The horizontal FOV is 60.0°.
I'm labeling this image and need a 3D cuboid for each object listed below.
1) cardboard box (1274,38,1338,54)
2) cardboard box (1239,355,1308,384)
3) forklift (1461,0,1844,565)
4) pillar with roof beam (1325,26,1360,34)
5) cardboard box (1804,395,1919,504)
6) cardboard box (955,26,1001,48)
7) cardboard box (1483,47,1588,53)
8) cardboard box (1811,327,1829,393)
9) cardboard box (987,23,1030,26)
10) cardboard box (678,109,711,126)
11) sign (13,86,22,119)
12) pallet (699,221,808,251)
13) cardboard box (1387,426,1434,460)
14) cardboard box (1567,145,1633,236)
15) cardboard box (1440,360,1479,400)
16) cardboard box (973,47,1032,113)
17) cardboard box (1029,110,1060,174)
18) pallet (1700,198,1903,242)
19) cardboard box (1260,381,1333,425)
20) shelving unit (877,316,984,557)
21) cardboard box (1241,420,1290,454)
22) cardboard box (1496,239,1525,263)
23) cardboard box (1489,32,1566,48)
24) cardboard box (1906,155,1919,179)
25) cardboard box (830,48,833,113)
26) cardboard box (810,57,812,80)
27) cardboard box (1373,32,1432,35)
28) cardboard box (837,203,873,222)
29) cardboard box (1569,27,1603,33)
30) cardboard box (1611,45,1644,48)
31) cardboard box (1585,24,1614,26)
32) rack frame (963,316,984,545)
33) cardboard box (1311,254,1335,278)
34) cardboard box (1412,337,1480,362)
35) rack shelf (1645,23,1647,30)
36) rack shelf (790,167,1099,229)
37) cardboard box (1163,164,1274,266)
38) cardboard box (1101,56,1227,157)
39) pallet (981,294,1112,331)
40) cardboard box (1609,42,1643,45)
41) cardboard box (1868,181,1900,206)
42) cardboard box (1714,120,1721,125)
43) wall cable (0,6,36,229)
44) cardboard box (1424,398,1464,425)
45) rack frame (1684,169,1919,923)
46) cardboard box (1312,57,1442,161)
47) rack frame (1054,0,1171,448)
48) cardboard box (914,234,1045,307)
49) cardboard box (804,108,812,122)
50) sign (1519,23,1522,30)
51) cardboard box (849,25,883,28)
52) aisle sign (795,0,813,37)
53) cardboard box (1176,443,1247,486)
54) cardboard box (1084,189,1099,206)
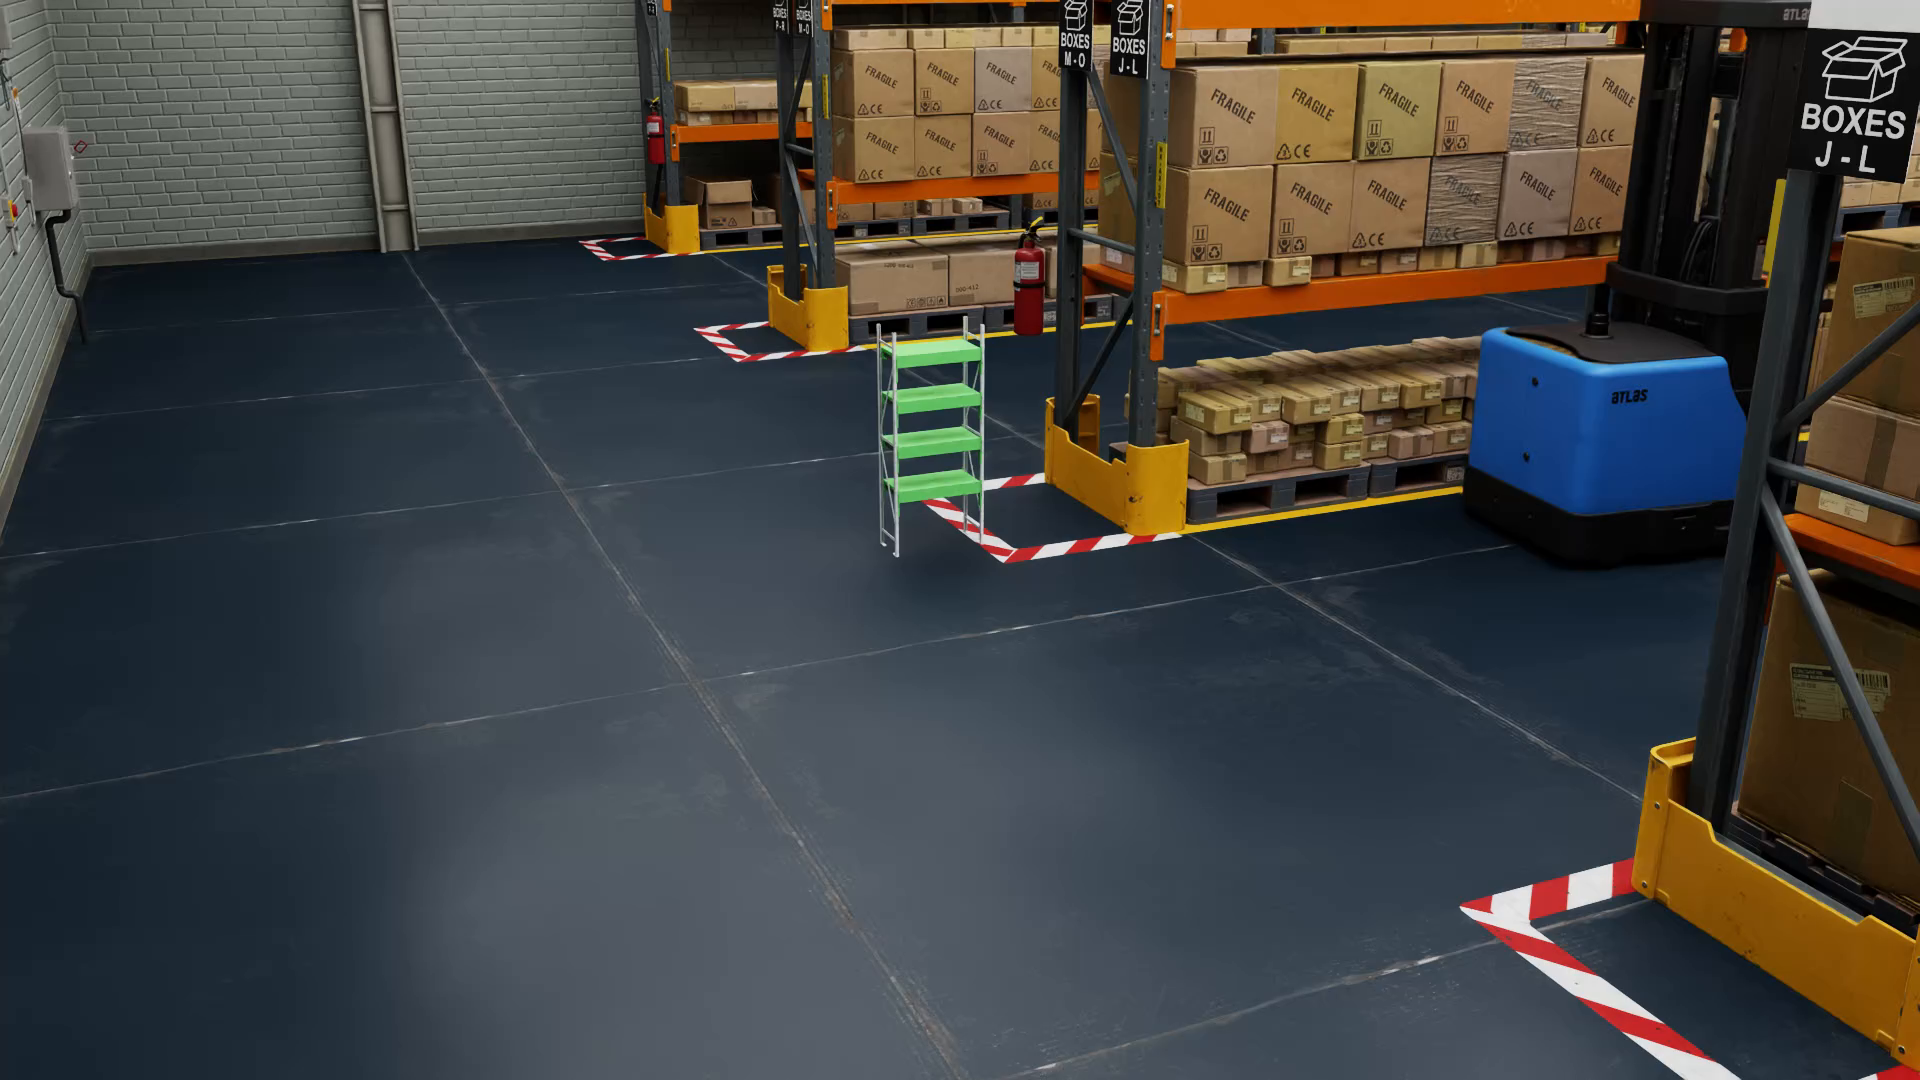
[{"bbox_3d":[2.946,-4.130,14.578,0.500,0.500,0.500,-8,21,-21],"label":"cardboard box"},{"bbox_3d":[1.899,-1.002,10.117,0.250,0.149,0.380,-9,21,-24],"label":"cardboard box"},{"bbox_3d":[4.400,-1.523,8.935,3.031,2.935,1.130,-6,20,-17],"label":"forklift"},{"bbox_3d":[6.677,-7.643,17.180,0.400,9.000,9.100,-8,21,-22],"label":"pillar with roof beam"},{"bbox_3d":[3.021,-0.307,5.155,0.500,0.250,0.500,-9,21,-23],"label":"cardboard box"},{"bbox_3d":[0.143,-4.048,13.369,0.250,0.149,0.380,-8,21,-21],"label":"cardboard box"},{"bbox_3d":[3.501,-2.746,10.200,0.500,0.500,0.500,-9,21,-24],"label":"cardboard box"},{"bbox_3d":[5.751,-1.250,11.187,0.500,0.500,0.500,-7,21,-19],"label":"cardboard box"},{"bbox_3d":[0.404,-4.261,13.974,0.250,0.149,0.380,-7,21,-20],"label":"cardboard box"},{"bbox_3d":[-2.803,-4.469,17.576,0.250,0.149,0.380,-8,21,-22],"label":"cardboard box"},{"bbox_3d":[-7.279,-3.371,12.836,0.001,0.242,0.339,-8,21,-22],"label":"sign"},{"bbox_3d":[-2.412,-3.427,18.439,1.213,0.211,1.003,-8,21,-22],"label":"pallet"},{"bbox_3d":[2.588,-0.606,9.887,0.250,0.149,0.380,-9,21,-25],"label":"cardboard box"},{"bbox_3d":[3.673,-2.114,9.912,0.500,0.500,0.500,-9,21,-23],"label":"cardboard box"},{"bbox_3d":[3.090,-0.958,9.992,0.250,0.149,0.380,-9,21,-24],"label":"cardboard box"},{"bbox_3d":[0.250,-3.750,13.499,0.500,0.500,0.500,-8,21,-22],"label":"cardboard box"},{"bbox_3d":[0.691,-3.345,13.854,0.500,0.500,0.500,-7,21,-20],"label":"cardboard box"},{"bbox_3d":[5.241,-2.110,10.788,1.213,0.211,1.003,-8,21,-22],"label":"pallet"},{"bbox_3d":[1.912,-0.785,9.498,0.250,0.149,0.380,-8,21,-22],"label":"cardboard box"},{"bbox_3d":[-0.152,-0.544,8.761,0.503,1.200,0.258,-8,21,-22],"label":"shelving unit"},{"bbox_3d":[1.666,-0.621,9.483,0.250,0.149,0.380,-8,21,-22],"label":"cardboard box"},{"bbox_3d":[3.111,-1.745,9.838,0.250,0.149,0.380,-8,21,-23],"label":"cardboard box"},{"bbox_3d":[5.262,-4.468,15.539,0.500,0.500,0.500,-8,21,-21],"label":"cardboard box"},{"bbox_3d":[5.985,-2.415,10.663,0.250,0.149,0.380,-7,21,-20],"label":"cardboard box"},{"bbox_3d":[-0.896,-3.769,13.555,0.500,0.500,0.500,-7,21,-20],"label":"cardboard box"},{"bbox_3d":[-1.313,-5.226,17.997,0.500,0.500,0.500,-8,21,-21],"label":"cardboard box"},{"bbox_3d":[4.154,-4.499,15.626,0.500,0.500,0.500,-8,21,-21],"label":"cardboard box"},{"bbox_3d":[-1.289,-3.838,18.537,0.500,0.500,0.500,-8,21,-21],"label":"cardboard box"},{"bbox_3d":[8.215,-6.651,21.820,0.250,0.149,0.380,-8,21,-21],"label":"cardboard box"},{"bbox_3d":[6.606,-4.541,16.172,0.500,0.500,0.500,-9,21,-23],"label":"cardboard box"},{"bbox_3d":[8.668,-6.945,22.655,0.250,0.149,0.380,-9,21,-23],"label":"cardboard box"},{"bbox_3d":[0.072,-0.576,8.852,0.015,1.200,0.240,-8,21,-22],"label":"rack frame"},{"bbox_3d":[1.906,-1.584,9.381,0.250,0.149,0.380,-7,21,-19],"label":"cardboard box"},{"bbox_3d":[3.098,-1.180,10.622,0.250,0.149,0.380,-8,21,-21],"label":"cardboard box"},{"bbox_3d":[6.318,-3.483,10.965,4.000,0.370,1.077,-8,21,-22],"label":"rack shelf"},{"bbox_3d":[0.592,-3.038,14.218,4.000,0.370,1.077,-8,21,-22],"label":"rack shelf"},{"bbox_3d":[1.331,-1.781,8.964,0.500,0.500,0.500,-7,21,-19],"label":"cardboard box"},{"bbox_3d":[1.131,-2.413,9.256,0.500,0.500,0.500,-9,21,-23],"label":"cardboard box"},{"bbox_3d":[0.577,-2.087,14.633,1.213,0.211,1.003,-8,21,-22],"label":"pallet"},{"bbox_3d":[6.879,-4.768,16.818,0.500,0.500,0.500,-9,21,-23],"label":"cardboard box"},{"bbox_3d":[5.740,-2.238,10.608,0.250,0.149,0.380,-8,21,-21],"label":"cardboard box"},{"bbox_3d":[5.020,-2.653,10.889,0.250,0.149,0.380,-9,21,-24],"label":"cardboard box"},{"bbox_3d":[-6.985,-3.276,12.279,0.122,1.984,0.588,-8,21,-22],"label":"wall cable"},{"bbox_3d":[2.825,-0.826,10.064,0.250,0.149,0.380,-7,21,-19],"label":"cardboard box"},{"bbox_3d":[2.681,-0.092,4.768,0.127,3.000,1.000,-8,21,-22],"label":"rack frame"},{"bbox_3d":[2.274,-2.385,9.176,0.500,0.500,0.500,-9,21,-23],"label":"cardboard box"},{"bbox_3d":[0.809,-1.618,9.102,0.127,3.000,1.000,-8,21,-22],"label":"rack frame"},{"bbox_3d":[0.159,-2.344,14.389,0.875,0.438,0.875,-8,21,-20],"label":"cardboard box"},{"bbox_3d":[-1.601,-4.623,18.014,0.250,0.149,0.380,-9,21,-23],"label":"cardboard box"},{"bbox_3d":[7.583,-6.821,22.455,0.005,0.325,0.100,-8,21,-22],"label":"sign"},{"bbox_3d":[-0.770,-4.088,13.484,0.250,0.149,0.380,-8,21,-21],"label":"cardboard box"},{"bbox_3d":[-1.196,-4.243,12.641,0.004,0.787,0.394,-8,21,-22],"label":"aisle sign"},{"bbox_3d":[1.417,-0.443,9.424,0.250,0.149,0.380,-8,21,-21],"label":"cardboard box"},{"bbox_3d":[1.477,-4.241,19.682,0.500,0.500,0.500,-8,21,-23],"label":"cardboard box"}]
